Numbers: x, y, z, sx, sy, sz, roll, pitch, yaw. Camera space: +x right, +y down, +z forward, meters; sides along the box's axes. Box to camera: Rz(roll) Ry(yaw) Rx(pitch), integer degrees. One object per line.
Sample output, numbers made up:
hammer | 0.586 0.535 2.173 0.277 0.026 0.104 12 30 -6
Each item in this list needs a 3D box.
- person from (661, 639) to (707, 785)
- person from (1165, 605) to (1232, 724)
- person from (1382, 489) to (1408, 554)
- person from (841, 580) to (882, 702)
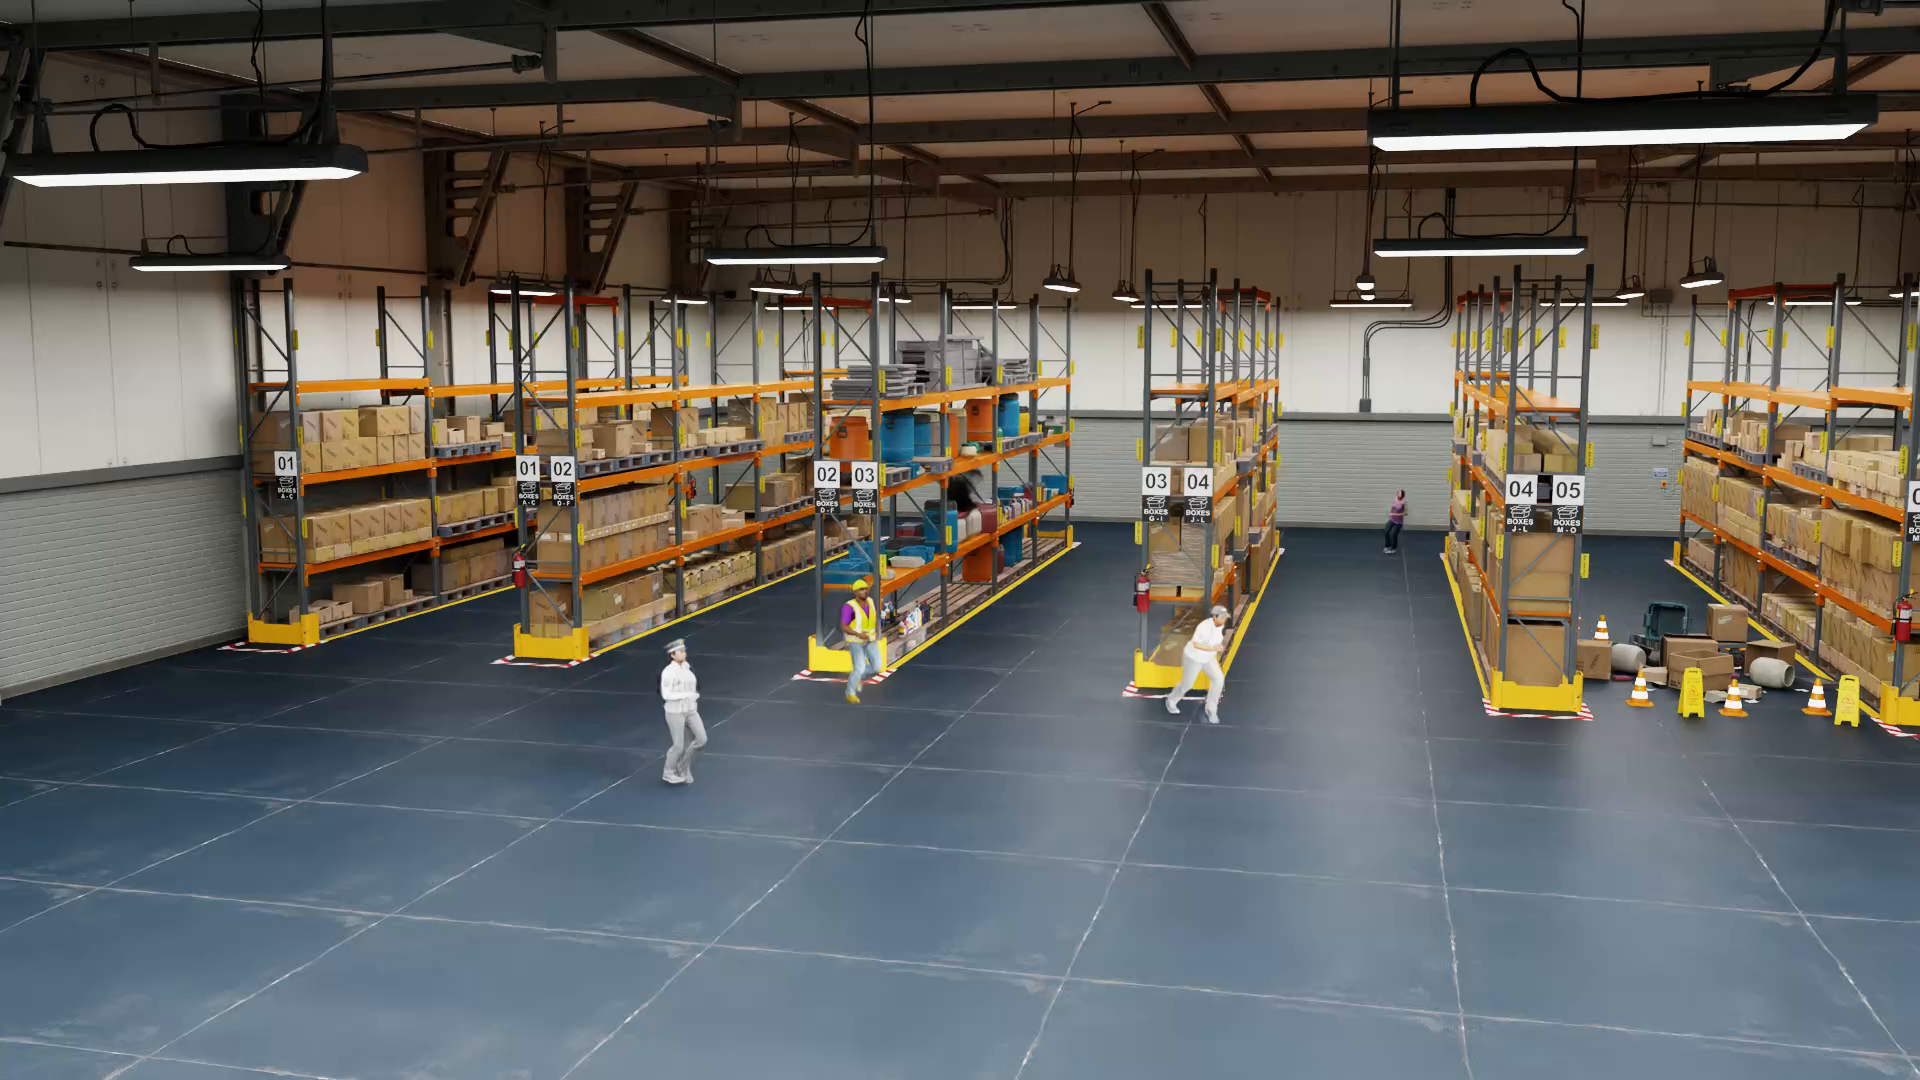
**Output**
person | -3.086 1.939 18.666 0.614 1.690 0.596 4 8 32
person | 3.160 1.627 21.995 0.630 1.618 1.006 -7 10 -45
person | 10.191 -0.421 38.864 0.603 1.557 0.613 4 8 28
person | -1.324 1.399 23.009 0.737 1.720 0.651 -6 9 -41
